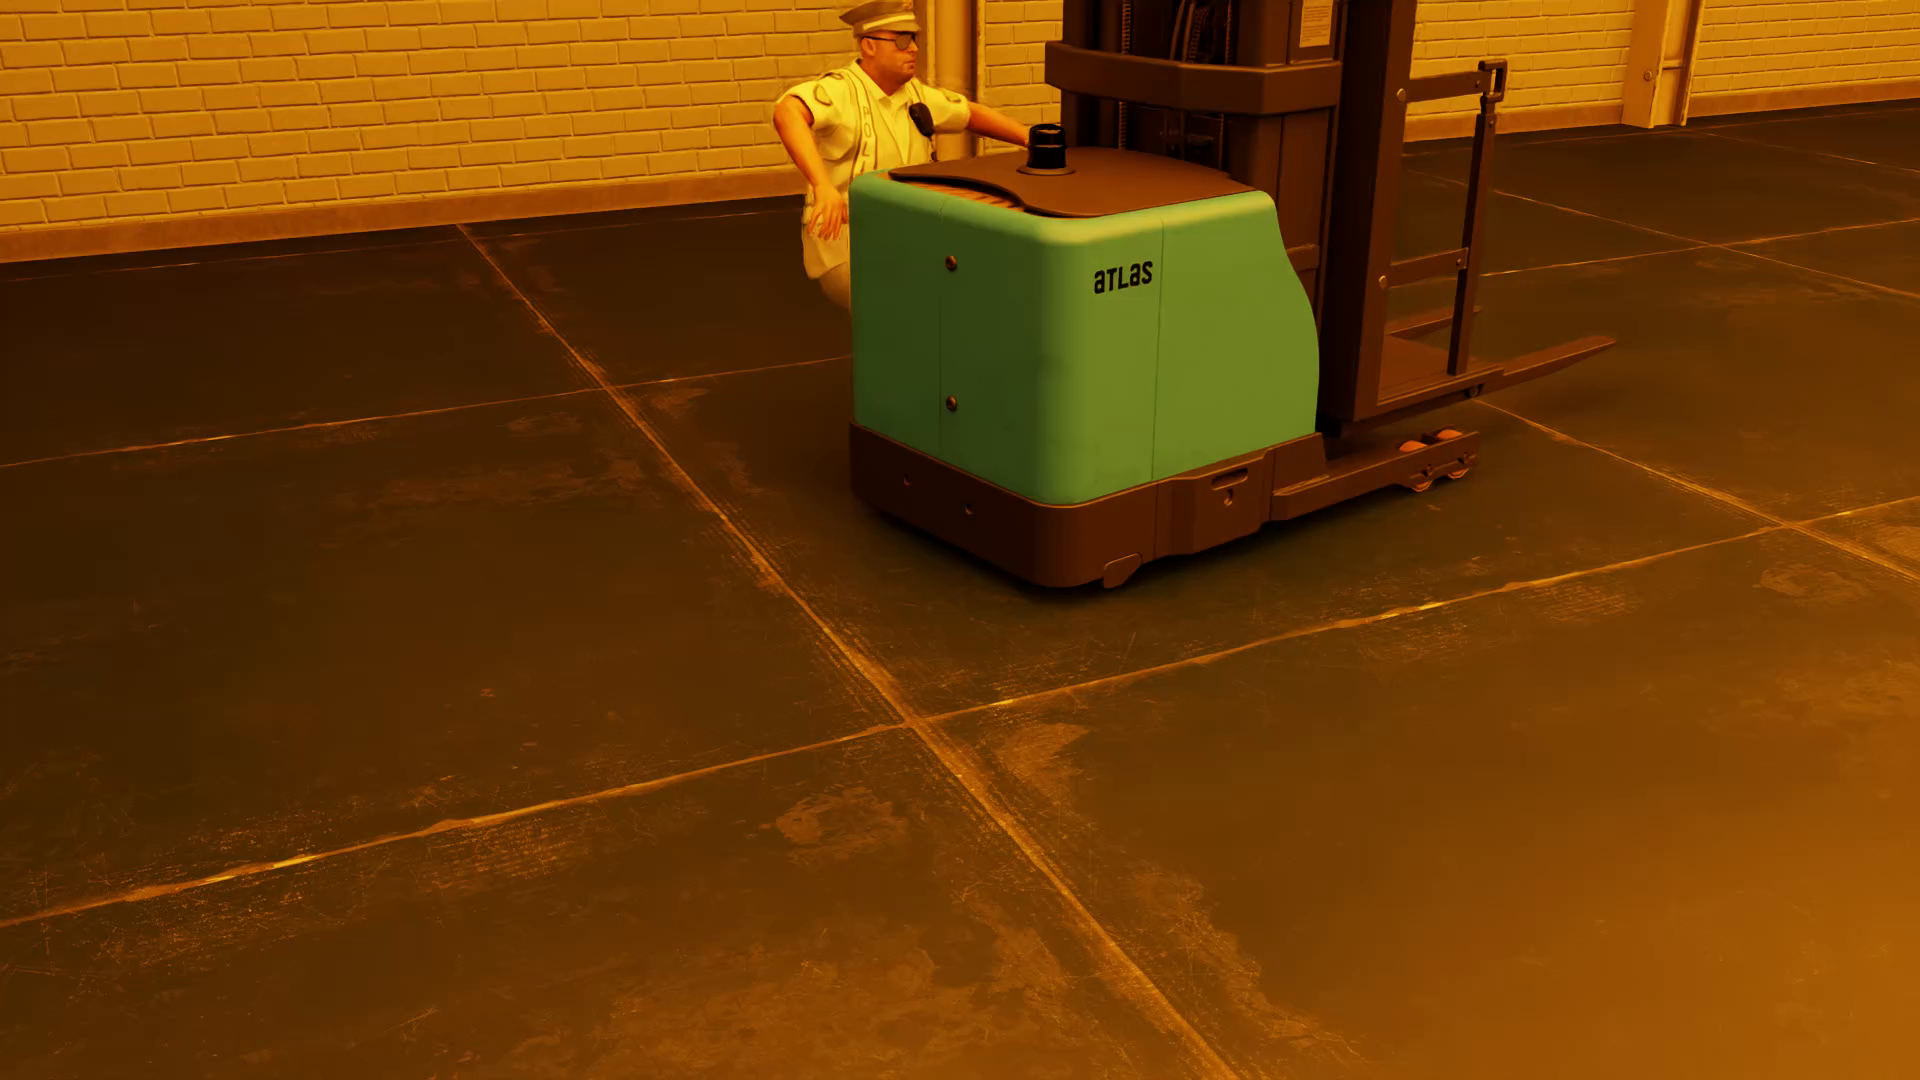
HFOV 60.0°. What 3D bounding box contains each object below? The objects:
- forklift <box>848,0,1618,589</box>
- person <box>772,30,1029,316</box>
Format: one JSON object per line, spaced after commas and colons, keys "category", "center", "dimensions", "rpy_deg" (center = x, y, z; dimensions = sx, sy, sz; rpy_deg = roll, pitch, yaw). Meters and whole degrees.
{"category": "forklift", "center": [1.125, -1.655, 5.270], "dimensions": [3.031, 2.935, 1.130], "rpy_deg": [-17, 28, -35]}
{"category": "person", "center": [-21258.652, -17365.733, 41804.636], "dimensions": [83686.870, 2.616, 54765.698], "rpy_deg": [13, 26, 29]}
